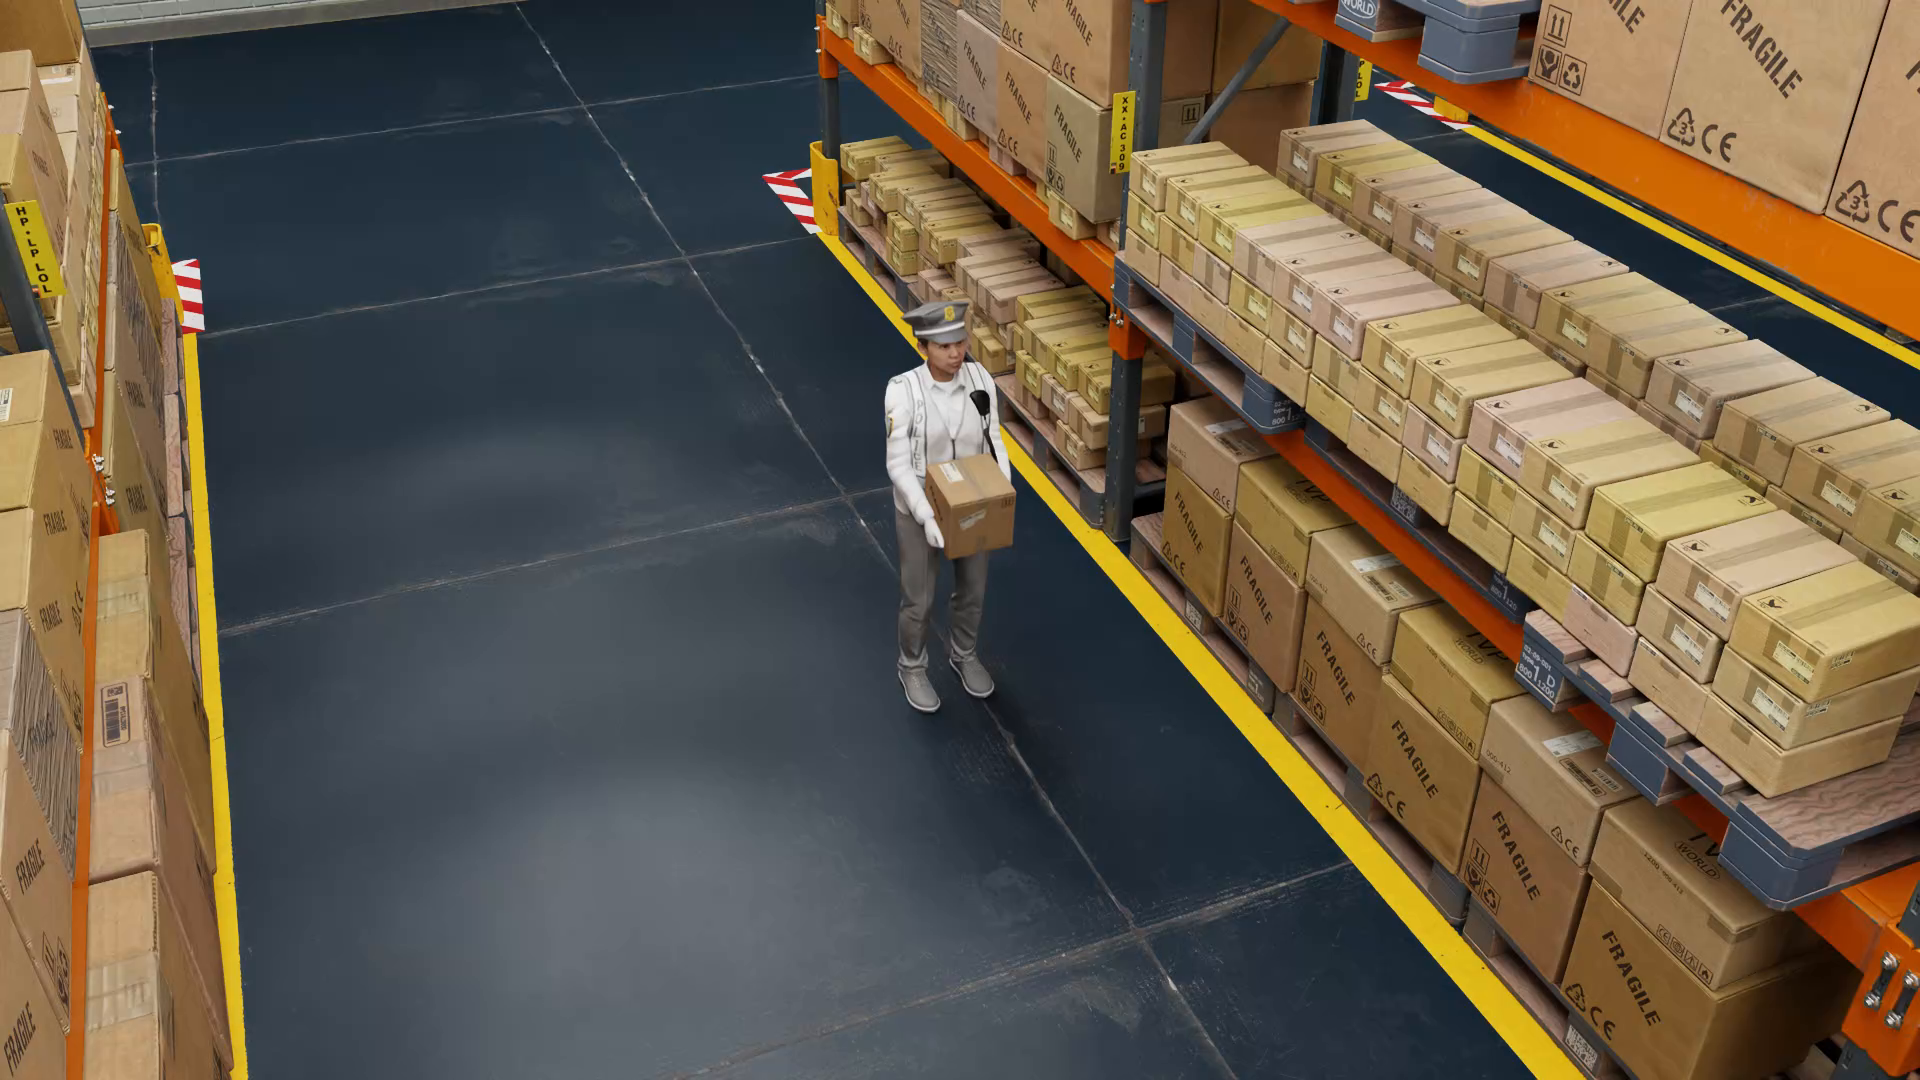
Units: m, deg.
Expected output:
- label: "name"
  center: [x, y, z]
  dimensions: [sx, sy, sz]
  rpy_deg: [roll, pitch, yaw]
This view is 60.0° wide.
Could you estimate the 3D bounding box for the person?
- label: "person"
  center: [-0.039, -0.089, 6.253]
  dimensions: [0.459, 1.686, 0.562]
  rpy_deg: [-13, 36, -18]
